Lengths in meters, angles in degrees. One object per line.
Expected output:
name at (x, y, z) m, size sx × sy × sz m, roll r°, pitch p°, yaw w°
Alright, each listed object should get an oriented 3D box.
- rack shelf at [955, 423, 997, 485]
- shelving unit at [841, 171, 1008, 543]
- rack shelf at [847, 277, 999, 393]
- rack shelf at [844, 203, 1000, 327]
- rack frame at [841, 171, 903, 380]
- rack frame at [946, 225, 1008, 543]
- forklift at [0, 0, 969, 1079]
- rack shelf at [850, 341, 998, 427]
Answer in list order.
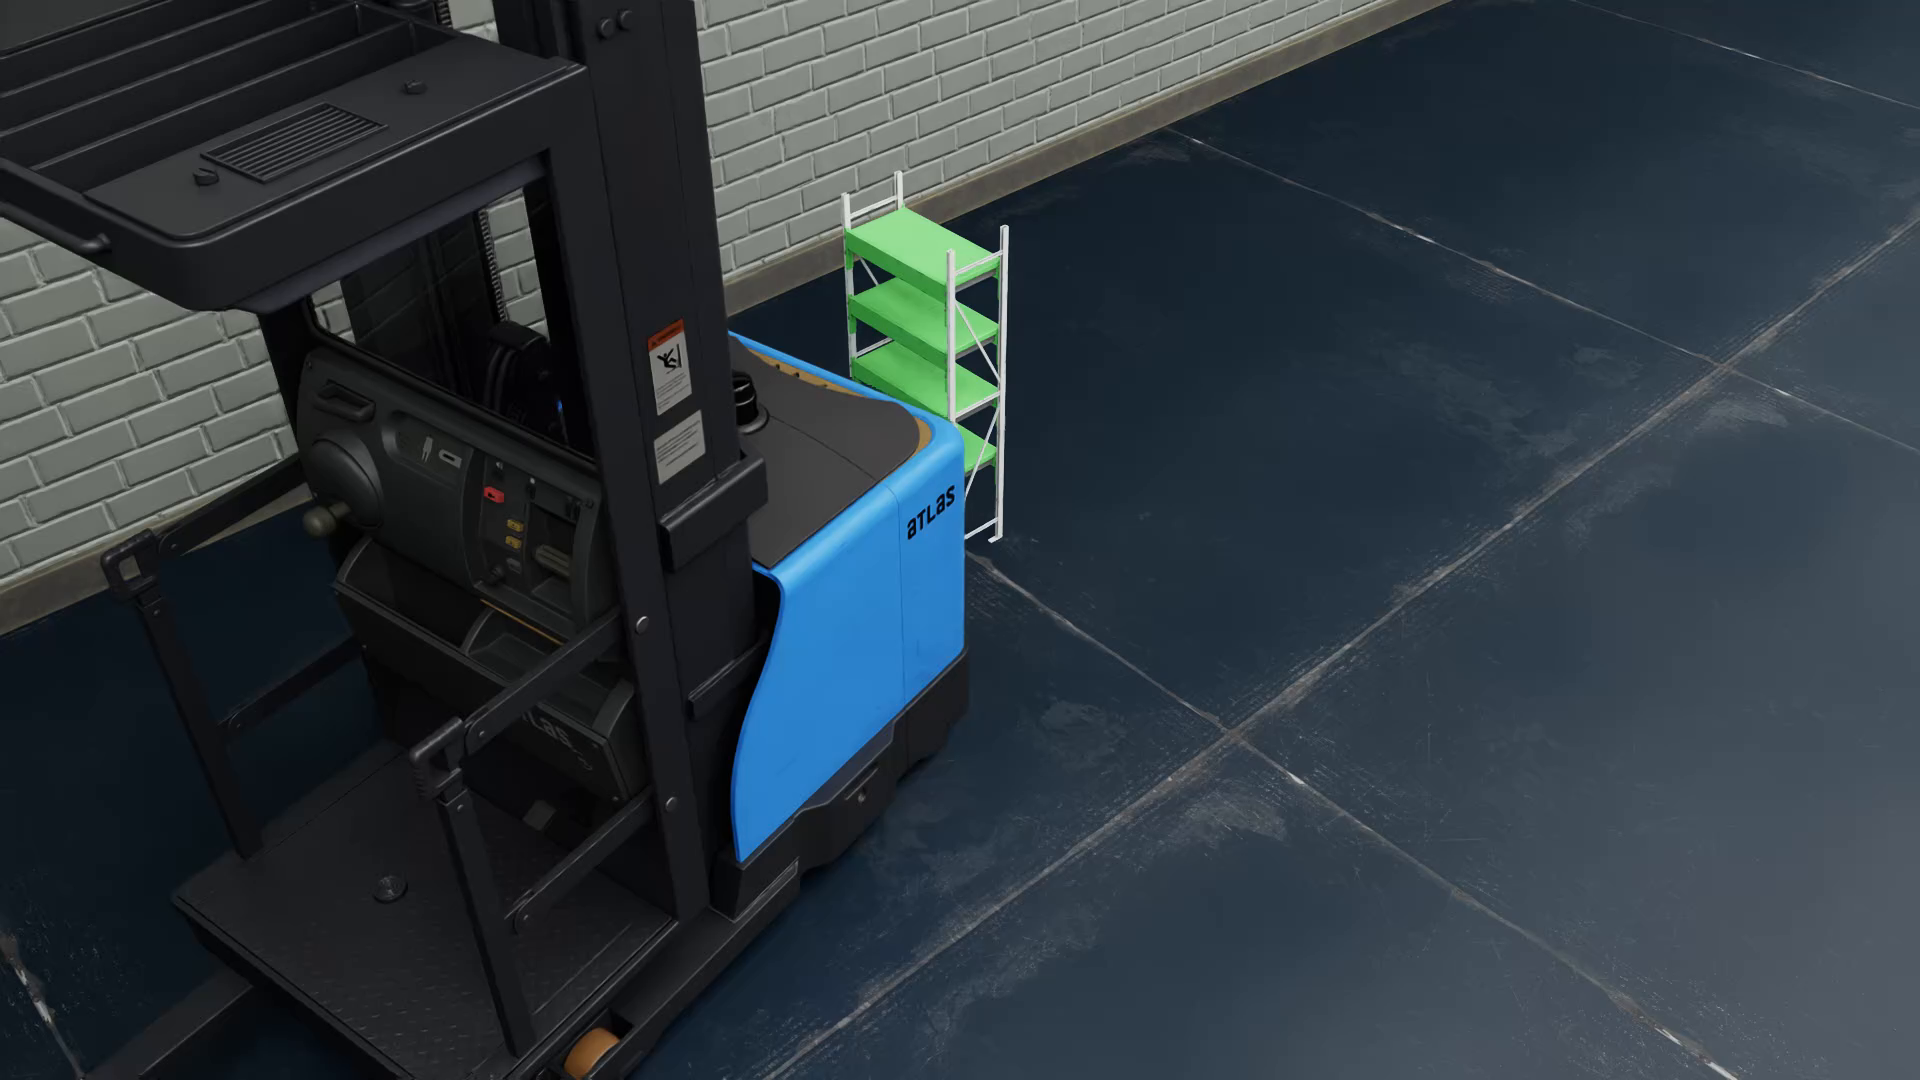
rack shelf at (-0.112, -0.307, 5.659) m, size 0.258 × 0.148 × 0.480 m, roll -30°, pitch 48°, yaw -32°
shelving unit at (-0.112, -0.543, 5.468) m, size 0.258 × 1.200 × 0.503 m, roll -30°, pitch 48°, yaw -32°
rack shelf at (-0.112, -0.680, 5.357) m, size 0.258 × 0.148 × 0.480 m, roll -30°, pitch 48°, yaw -32°
rack shelf at (-0.112, -0.867, 5.206) m, size 0.258 × 0.148 × 0.480 m, roll -30°, pitch 48°, yaw -32°
rack frame at (-0.277, -0.656, 5.608) m, size 0.240 × 1.200 × 0.015 m, roll -30°, pitch 48°, yaw -32°
rack frame at (0.053, -0.430, 5.328) m, size 0.240 × 1.200 × 0.015 m, roll -30°, pitch 48°, yaw -32°
forklift at (-1.237, -0.030, 3.454) m, size 1.130 × 2.935 × 3.031 m, roll 24°, pitch 45°, yaw 27°
rack shelf at (-0.112, -0.494, 5.508) m, size 0.258 × 0.148 × 0.480 m, roll -30°, pitch 48°, yaw -32°
